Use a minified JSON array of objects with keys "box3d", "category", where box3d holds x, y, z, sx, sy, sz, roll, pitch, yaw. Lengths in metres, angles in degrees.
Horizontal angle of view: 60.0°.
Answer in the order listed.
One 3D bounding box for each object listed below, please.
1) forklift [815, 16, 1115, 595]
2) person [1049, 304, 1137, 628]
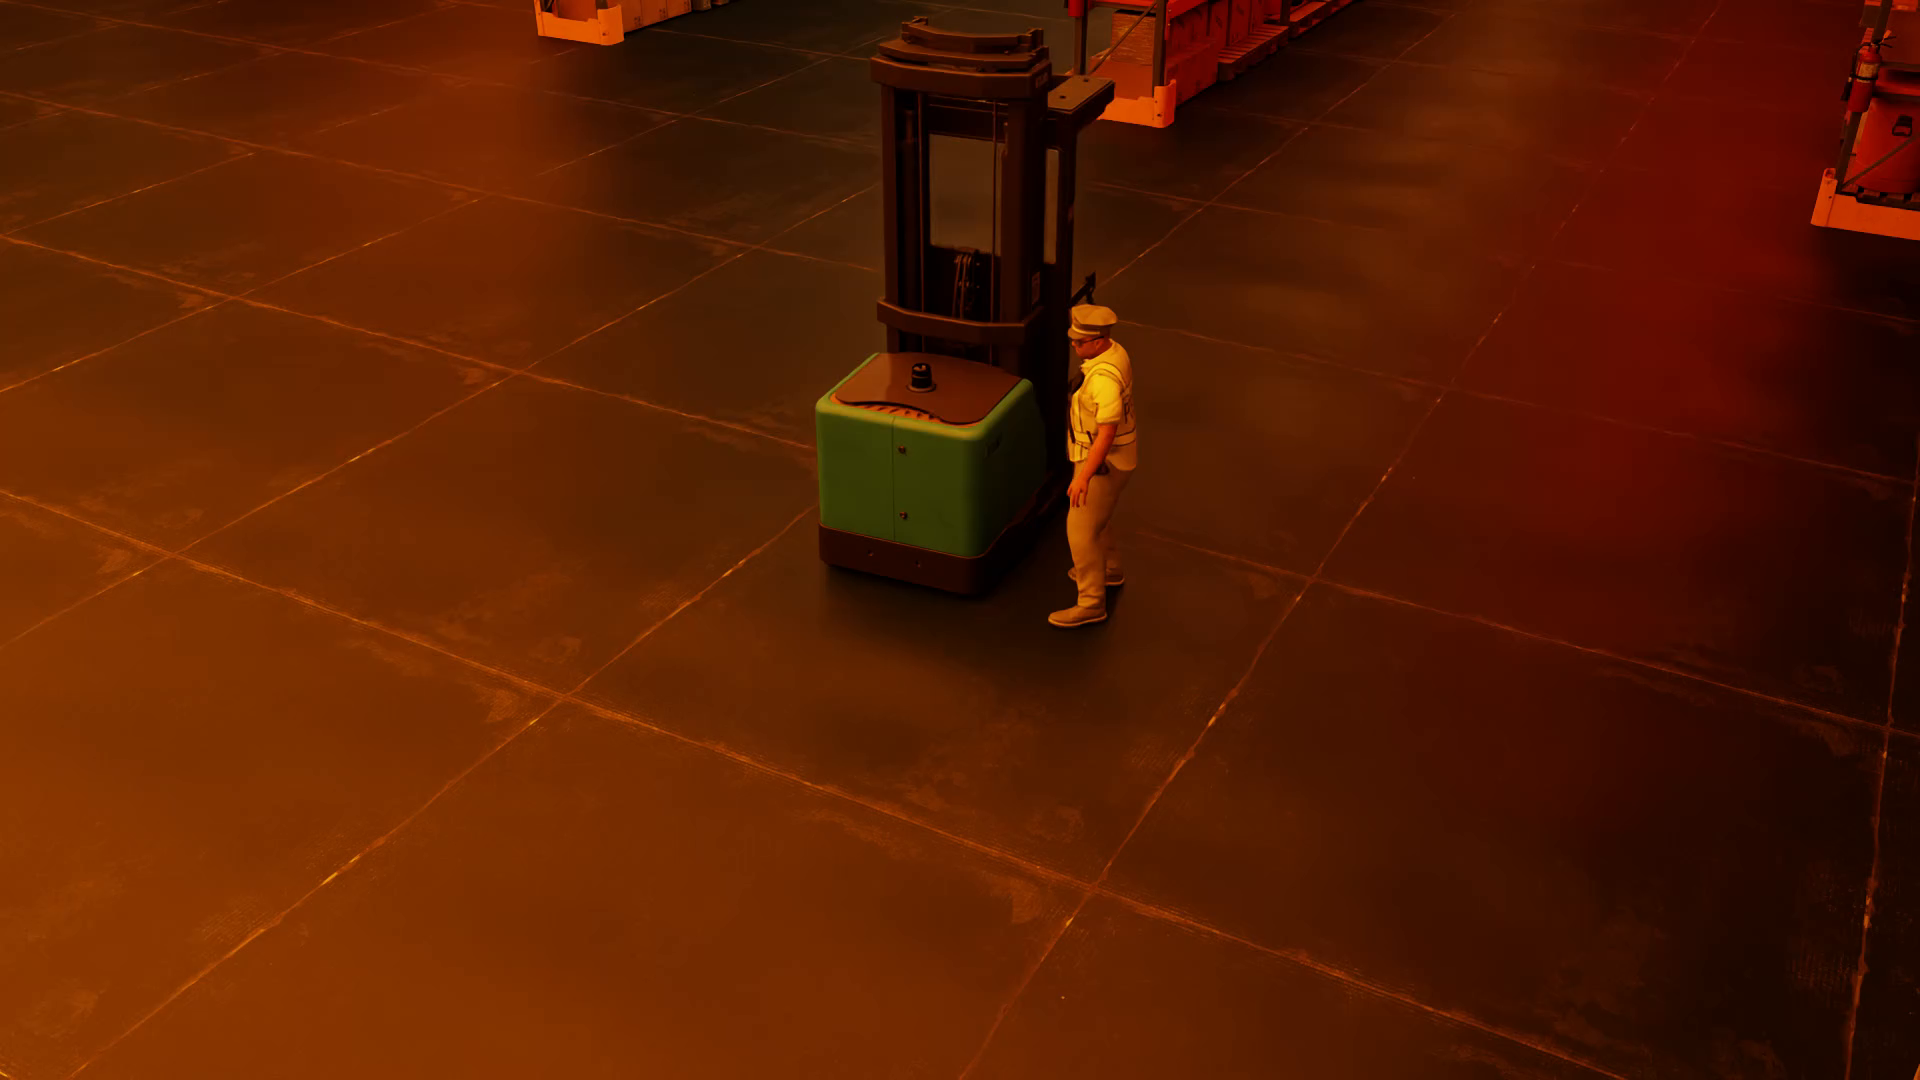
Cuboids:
[{"box3d":[0.231,-1.680,9.981,1.130,2.935,3.031,12,32,20],"category":"forklift"},{"box3d":[0.740,-0.445,9.051,0.440,1.725,0.787,3,30,5],"category":"person"}]
